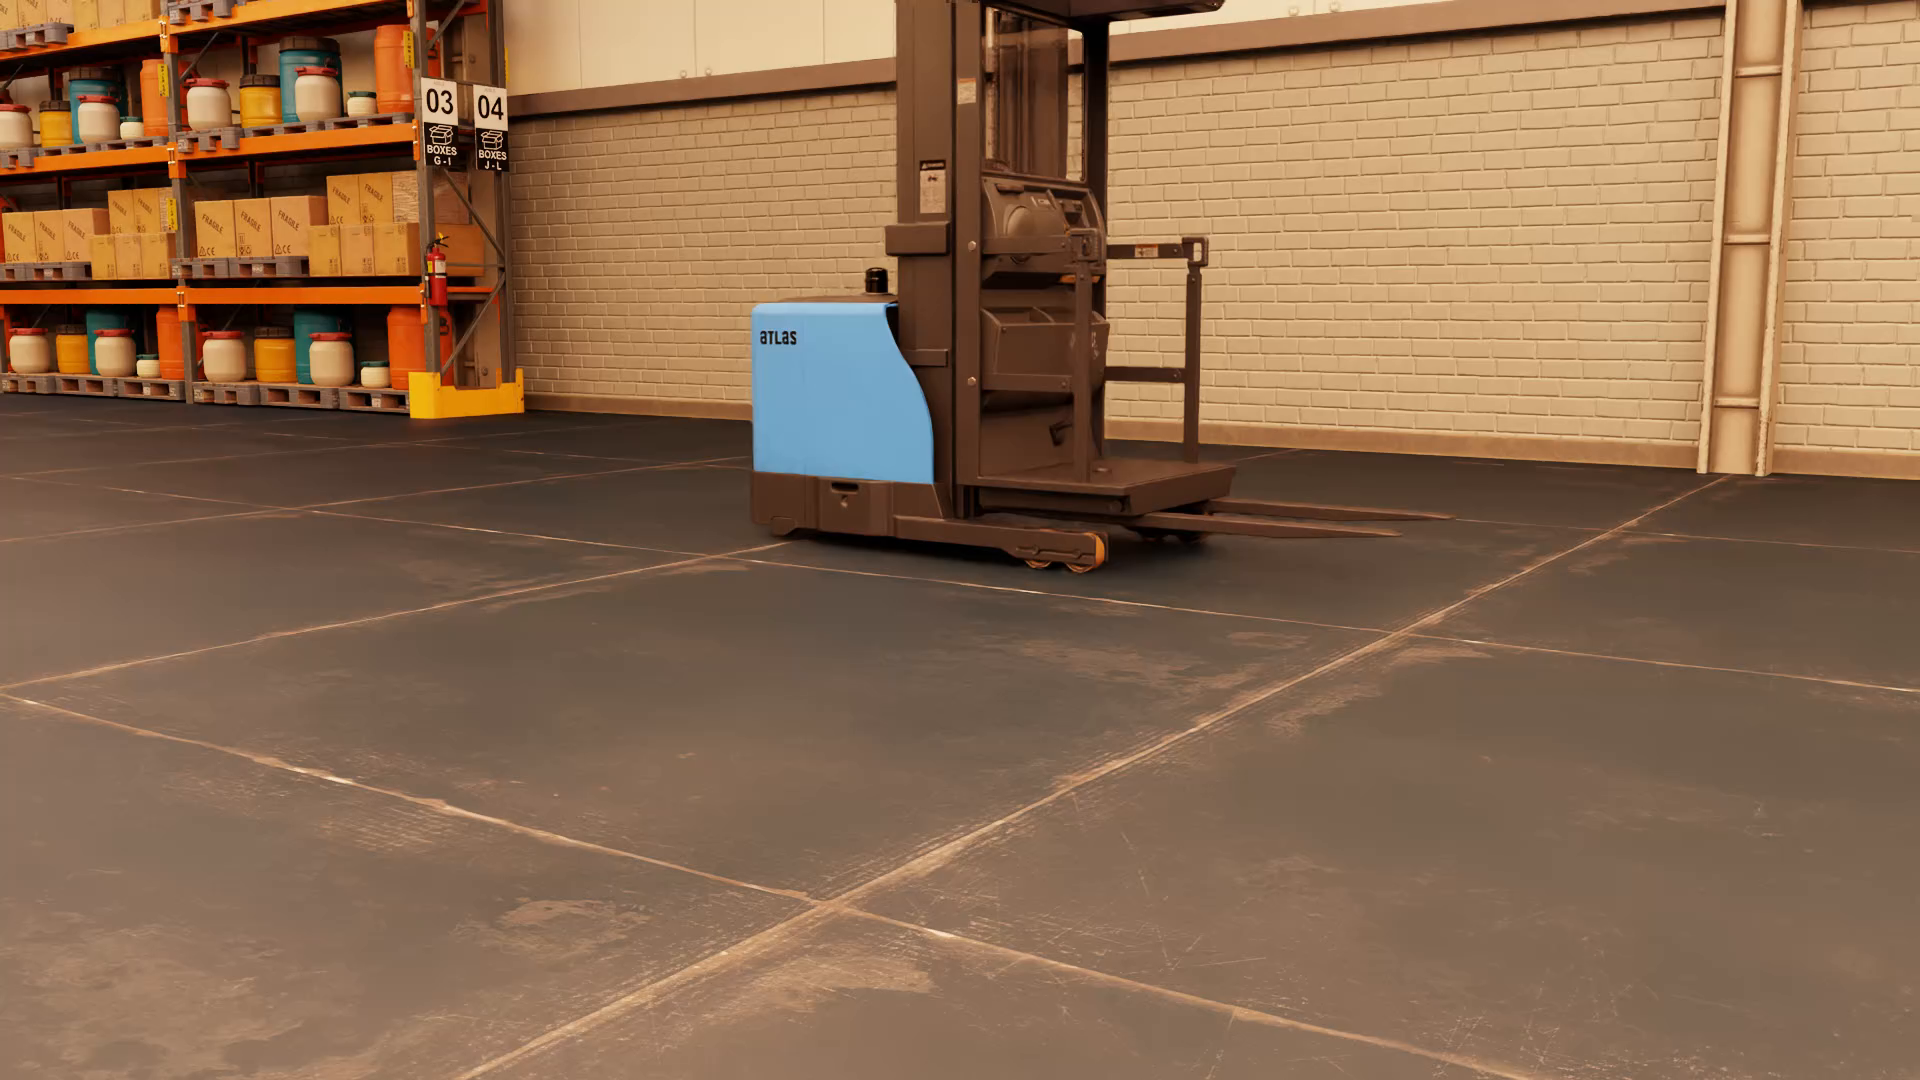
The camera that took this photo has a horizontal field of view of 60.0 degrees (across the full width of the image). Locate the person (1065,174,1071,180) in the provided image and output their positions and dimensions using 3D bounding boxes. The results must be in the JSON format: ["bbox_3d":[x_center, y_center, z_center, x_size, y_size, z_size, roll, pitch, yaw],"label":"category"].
[{"bbox_3d":[0.592,-1.093,8.940,0.567,1.773,0.633,5,9,31],"label":"person"}]

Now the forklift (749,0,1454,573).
[{"bbox_3d":[0.541,-1.403,7.062,3.031,2.935,1.130,5,10,33],"label":"forklift"}]
